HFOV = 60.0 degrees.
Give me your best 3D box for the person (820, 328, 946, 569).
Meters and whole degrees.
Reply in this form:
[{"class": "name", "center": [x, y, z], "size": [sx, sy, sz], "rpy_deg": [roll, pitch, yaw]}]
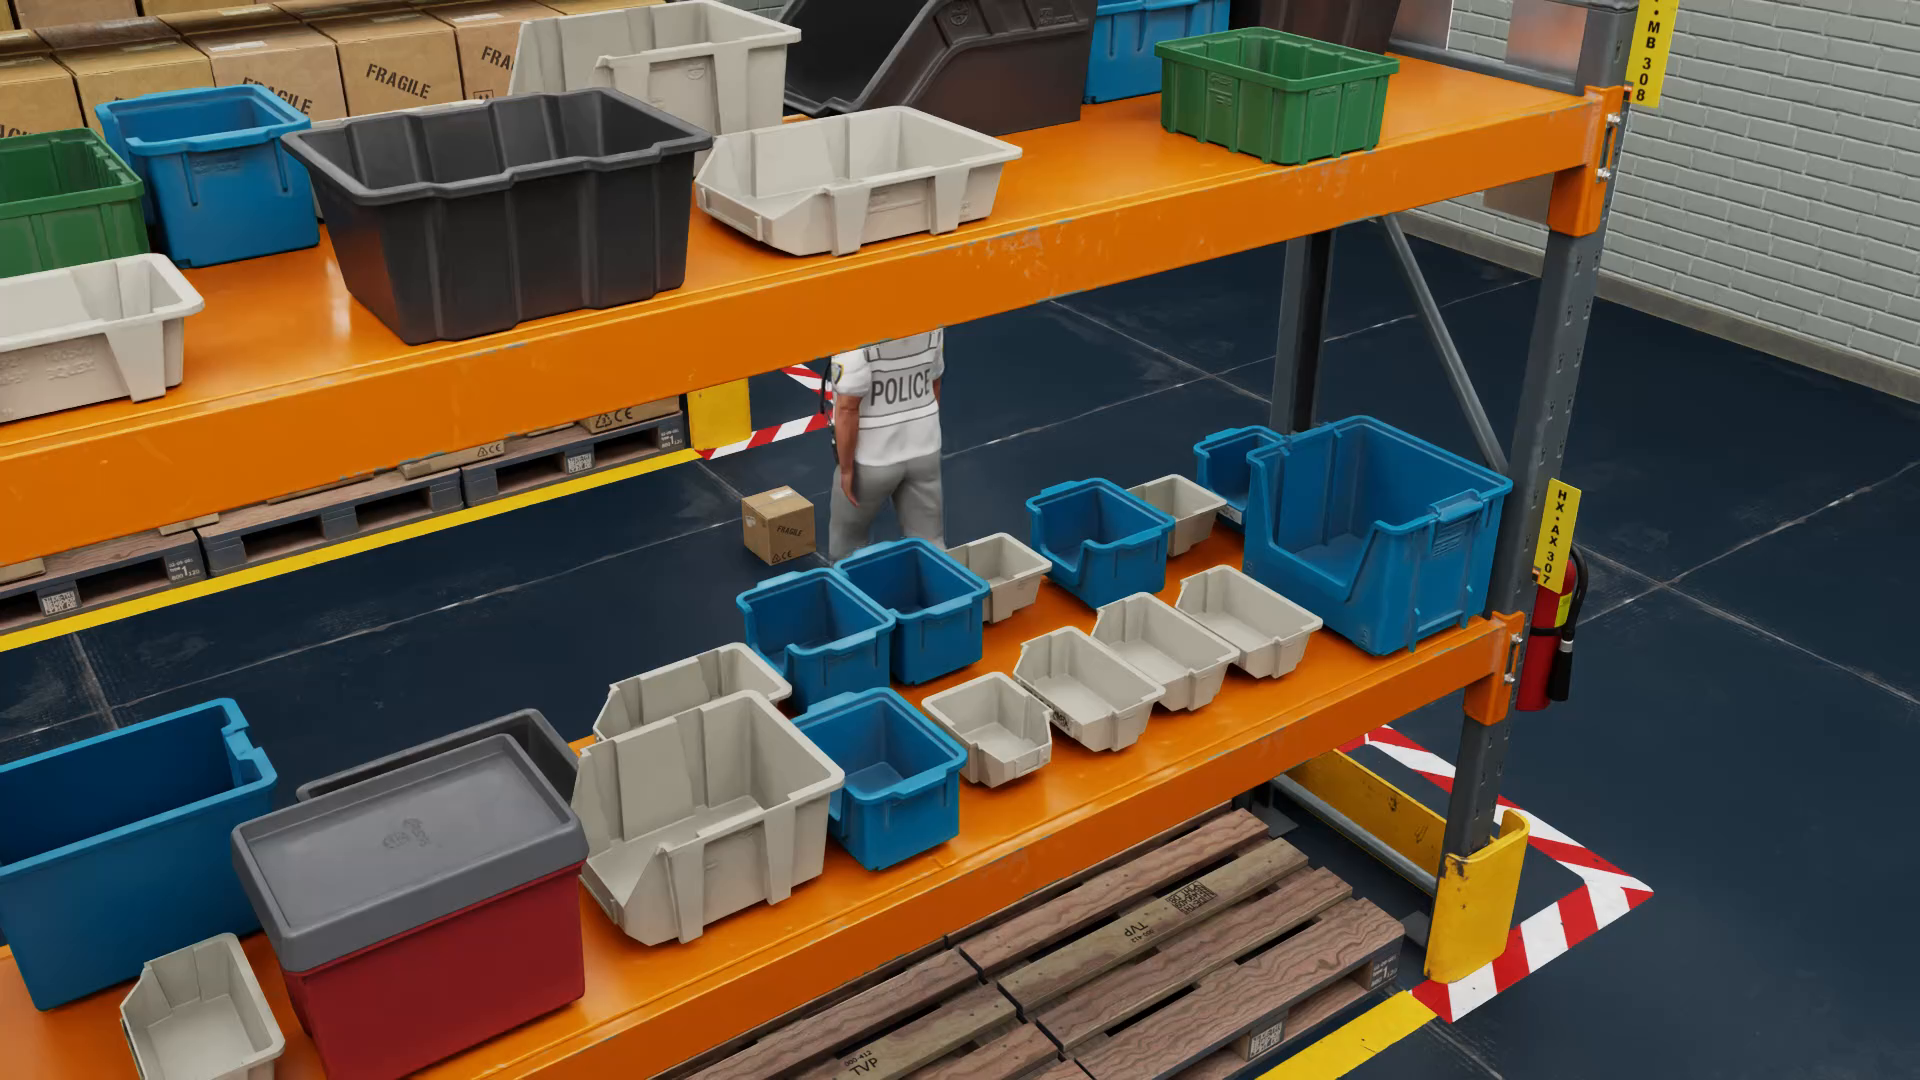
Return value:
[{"class": "person", "center": [-0.308, -0.379, 6.795], "size": [0.549, 1.711, 0.879], "rpy_deg": [-16, 32, -27]}]
